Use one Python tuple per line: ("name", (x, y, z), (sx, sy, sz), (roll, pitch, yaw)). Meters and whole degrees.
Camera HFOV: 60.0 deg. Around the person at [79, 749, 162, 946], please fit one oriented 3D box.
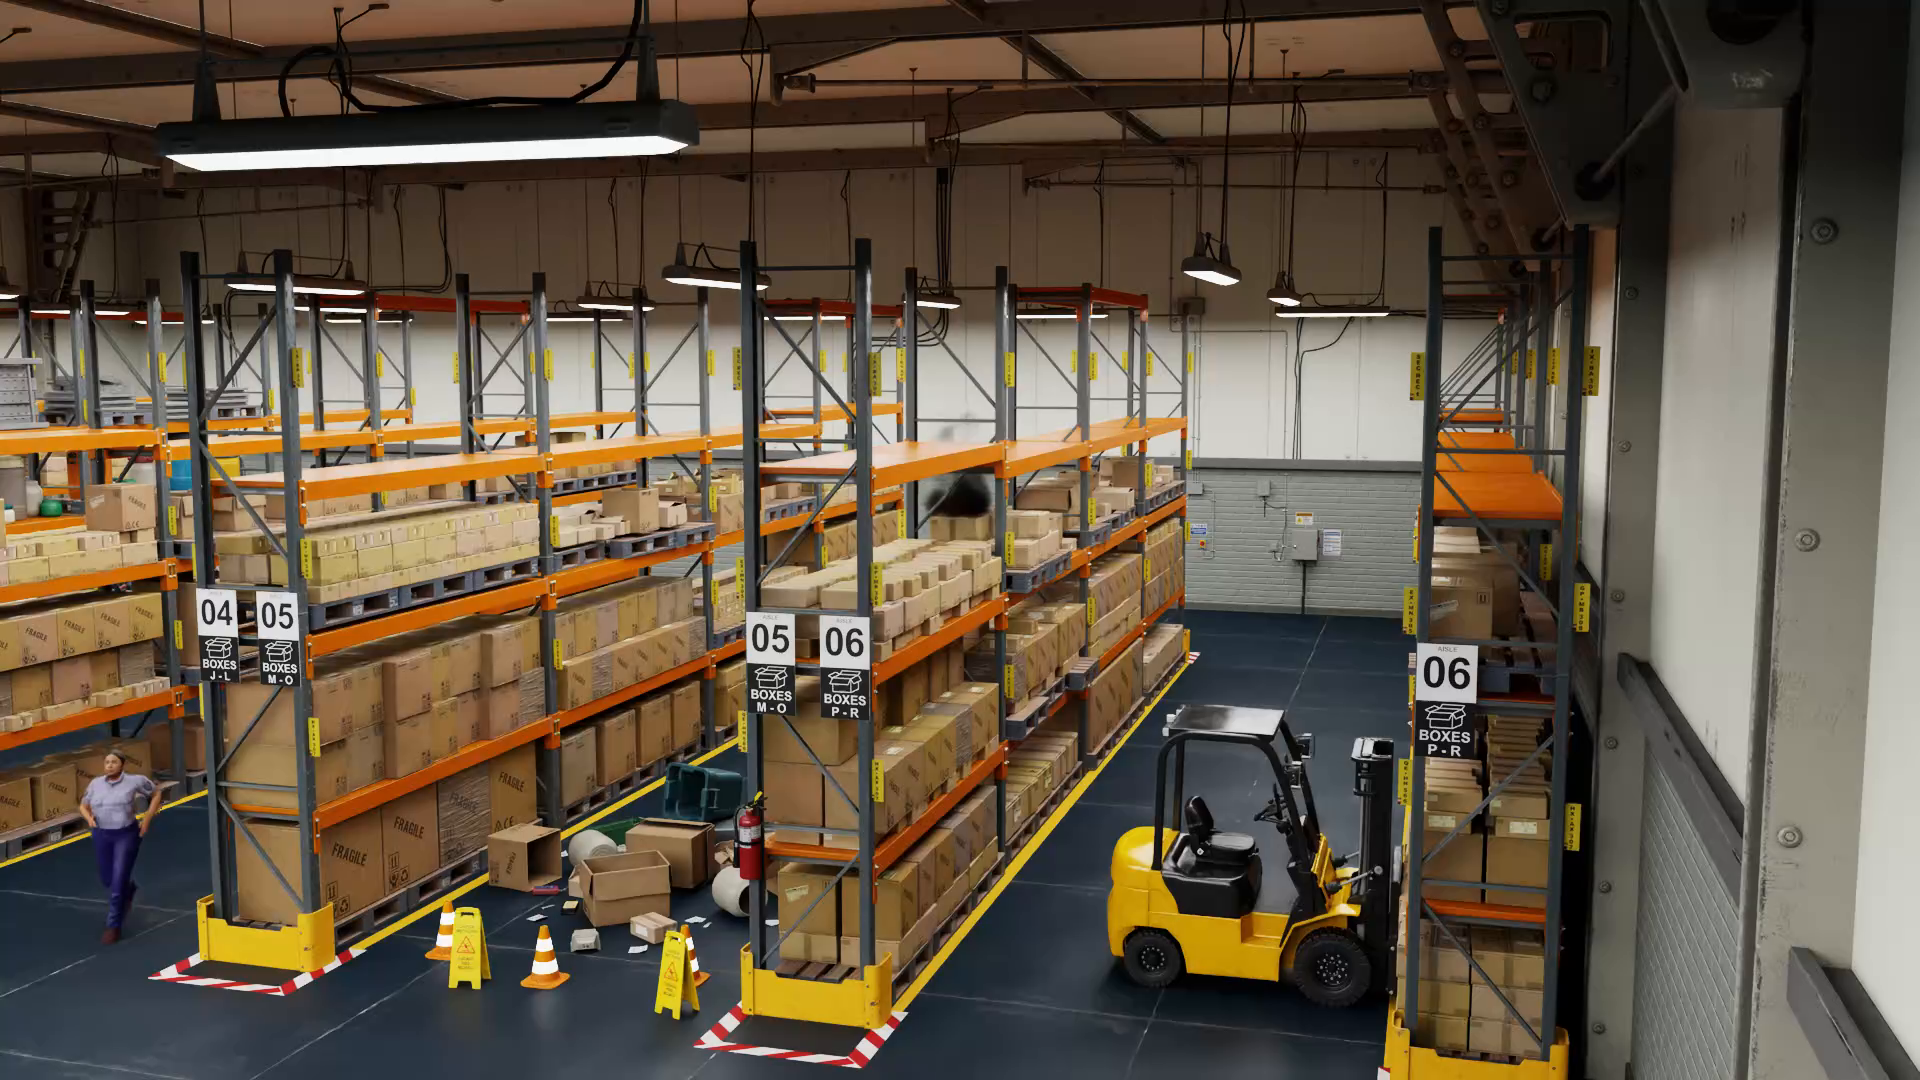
("person", (-7.540, 2.701, 14.918), (0.648, 1.686, 0.856), (0, 6, -3))
